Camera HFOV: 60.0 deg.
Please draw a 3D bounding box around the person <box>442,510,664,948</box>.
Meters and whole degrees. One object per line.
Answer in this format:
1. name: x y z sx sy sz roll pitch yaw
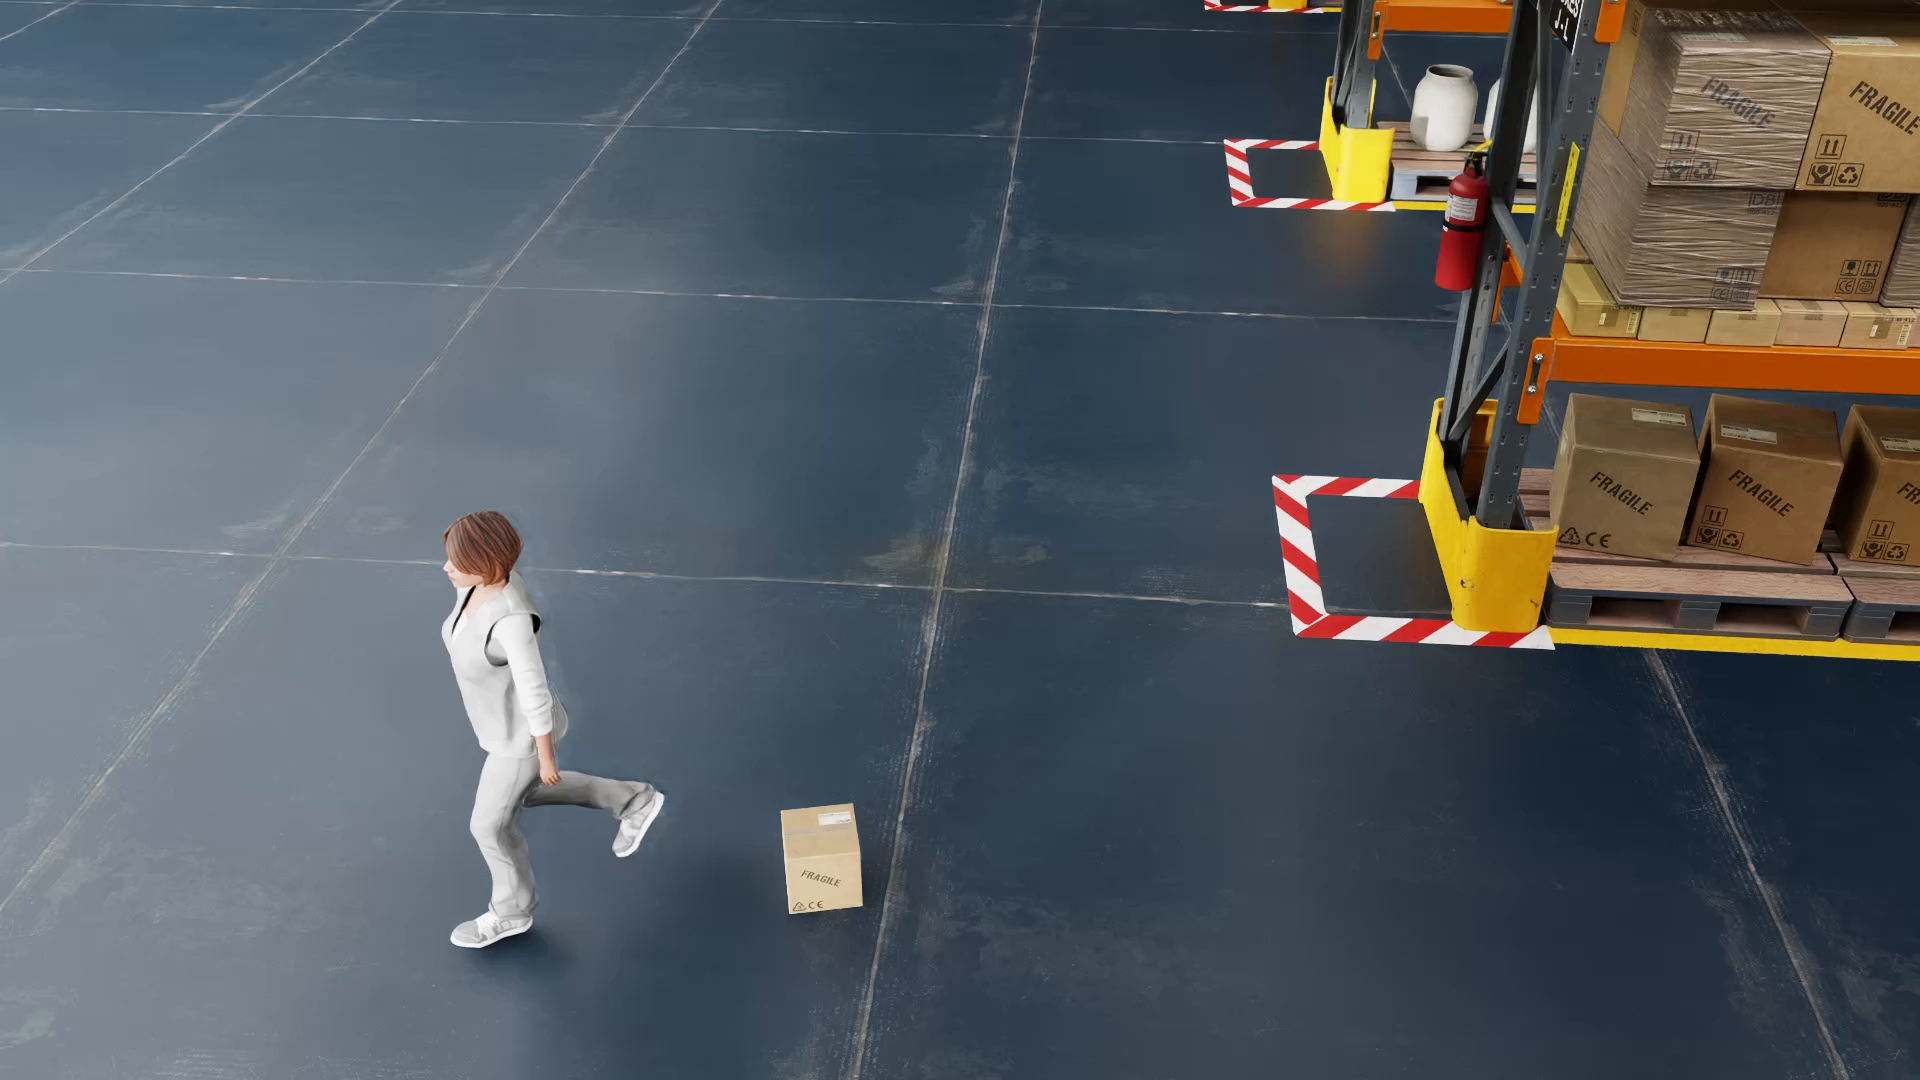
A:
1. person: -1.337 0.566 5.231 0.784 1.565 0.414 -15 35 -22
